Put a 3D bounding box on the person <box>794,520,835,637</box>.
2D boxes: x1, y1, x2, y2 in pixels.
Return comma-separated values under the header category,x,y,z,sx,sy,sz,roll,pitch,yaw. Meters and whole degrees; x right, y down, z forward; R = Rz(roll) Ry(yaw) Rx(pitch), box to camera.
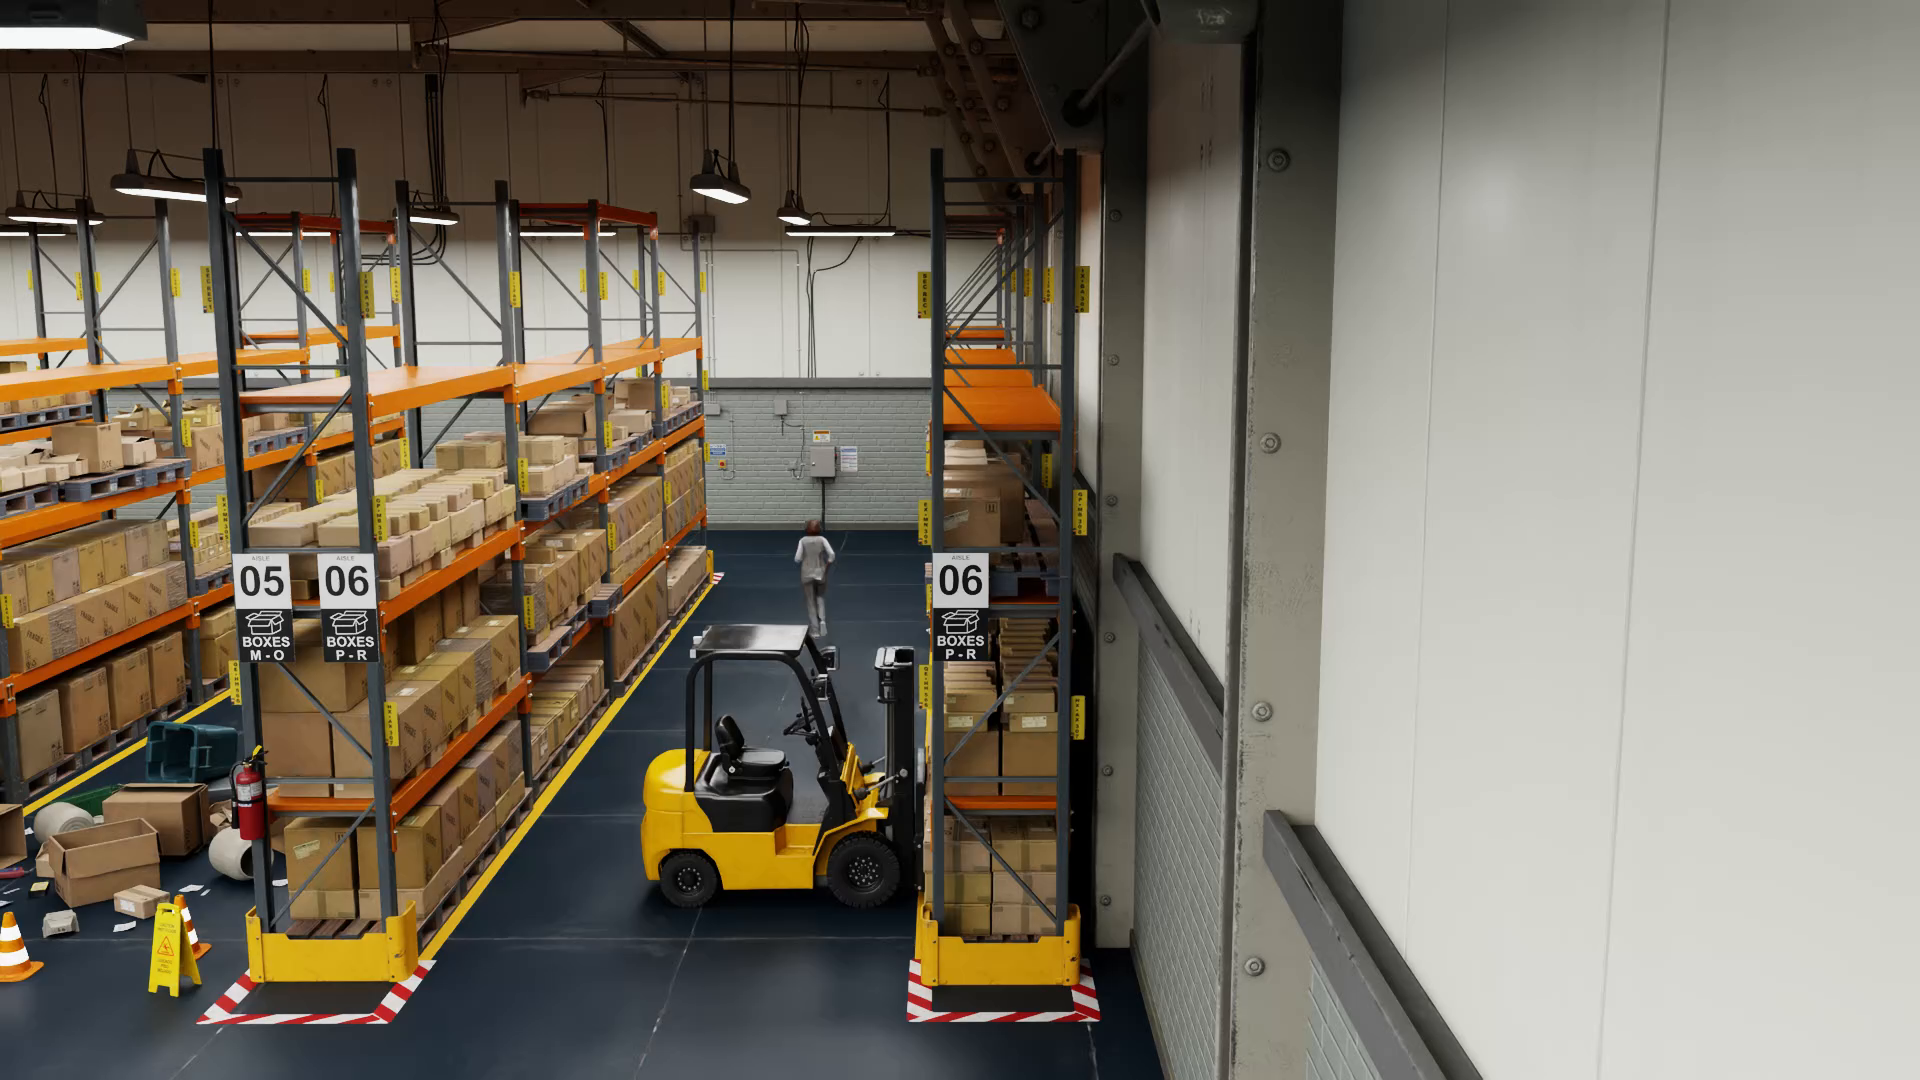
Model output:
category,x,y,z,sx,sy,sz,roll,pitch,yaw
person,-1.977,0.514,22.490,0.527,1.607,0.618,-2,9,-13
